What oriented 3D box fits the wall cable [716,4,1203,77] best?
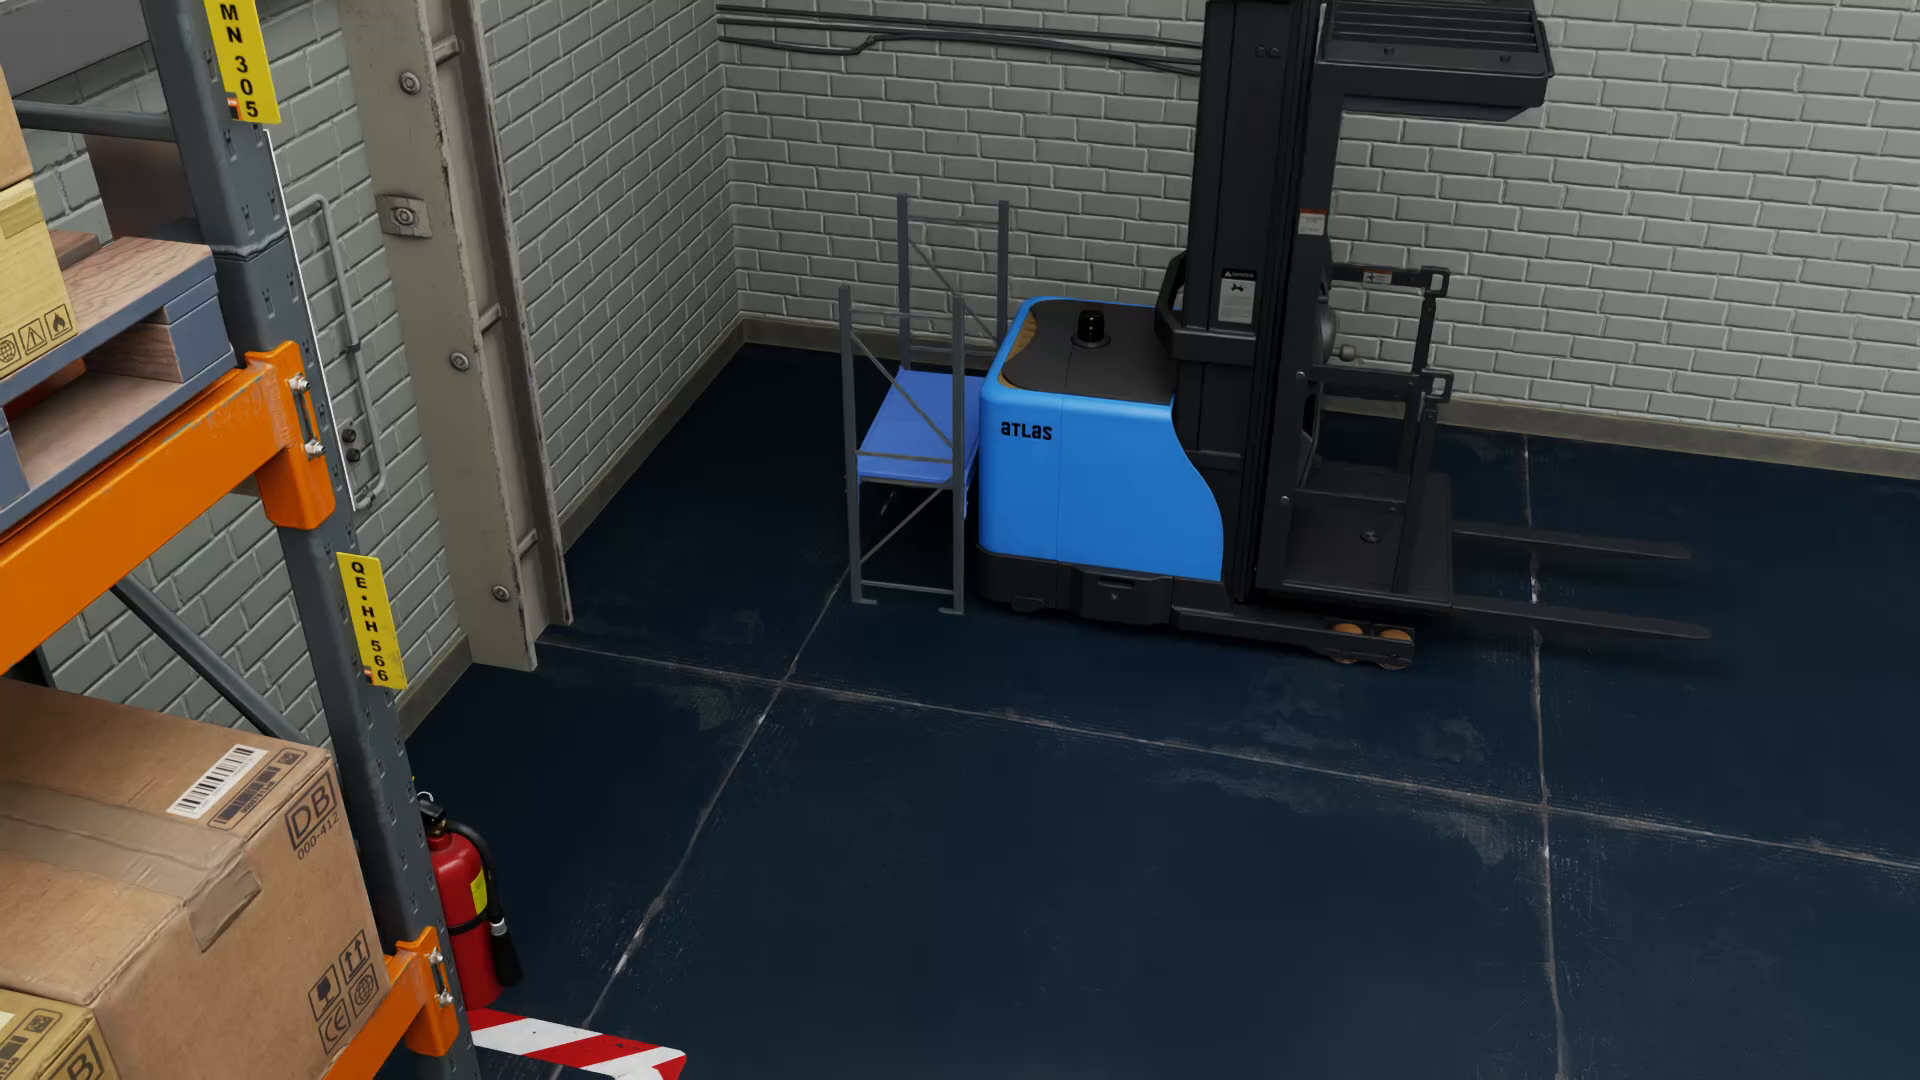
[{"bbox_3d":[0.060,-3.432,7.655,3.097,2.526,0.112,8,33,12],"label":"wall cable"}]

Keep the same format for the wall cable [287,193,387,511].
[{"bbox_3d":[-2.311,-0.546,4.866,0.084,1.984,1.851,8,33,12],"label":"wall cable"}]

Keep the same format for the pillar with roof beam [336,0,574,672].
[{"bbox_3d":[2.292,-2.789,3.749,9.100,9.000,0.400,8,33,12],"label":"pillar with roof beam"}]

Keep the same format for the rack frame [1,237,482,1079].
[{"bbox_3d":[-1.721,0.676,3.891,1.000,3.000,0.127,8,33,12],"label":"rack frame"}]

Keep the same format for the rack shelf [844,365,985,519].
[{"bbox_3d":[-0.131,-0.455,7.403,0.538,0.185,1.000,6,33,9],"label":"rack shelf"}]

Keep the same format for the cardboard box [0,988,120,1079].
[{"bbox_3d":[-2.014,1.194,2.796,0.980,0.700,0.700,8,33,12],"label":"cardboard box"}]

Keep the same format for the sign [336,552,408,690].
[{"bbox_3d":[-1.199,0.168,3.389,0.100,0.325,0.005,8,33,12],"label":"sign"}]

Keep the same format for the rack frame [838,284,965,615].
[{"bbox_3d":[-0.230,-0.339,6.886,0.500,1.500,0.032,6,33,9],"label":"rack frame"}]

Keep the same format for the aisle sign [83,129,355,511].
[{"bbox_3d":[-1.412,-0.418,3.188,0.394,0.787,0.004,8,33,12],"label":"aisle sign"}]

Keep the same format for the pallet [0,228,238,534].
[{"bbox_3d":[-1.899,-0.166,2.502,1.003,0.211,1.213,8,33,12],"label":"pallet"}]

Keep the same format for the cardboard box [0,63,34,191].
[{"bbox_3d":[-1.643,-0.646,2.130,0.500,0.500,0.500,8,33,12],"label":"cardboard box"}]

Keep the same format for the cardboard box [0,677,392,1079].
[{"bbox_3d":[-1.841,0.815,3.392,0.980,0.700,0.700,10,34,15],"label":"cardboard box"}]

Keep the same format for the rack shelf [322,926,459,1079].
[{"bbox_3d":[-2.228,2.017,2.451,1.077,0.370,4.000,8,33,12],"label":"rack shelf"}]

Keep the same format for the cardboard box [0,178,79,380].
[{"bbox_3d":[-1.650,-0.330,2.332,0.500,0.250,0.500,9,34,14],"label":"cardboard box"}]

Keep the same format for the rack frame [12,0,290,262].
[{"bbox_3d":[-1.721,-1.856,2.281,1.000,3.000,0.127,8,33,12],"label":"rack frame"}]

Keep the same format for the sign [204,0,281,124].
[{"bbox_3d":[-1.199,-0.849,2.742,0.100,0.325,0.005,8,33,12],"label":"sign"}]

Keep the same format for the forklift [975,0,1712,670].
[{"bbox_3d":[1.637,-1.013,6.611,3.031,2.935,1.130,7,33,11],"label":"forklift"}]

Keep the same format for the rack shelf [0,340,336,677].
[{"bbox_3d":[-2.228,0.752,1.647,1.077,0.370,4.000,8,33,12],"label":"rack shelf"}]

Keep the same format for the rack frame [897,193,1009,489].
[{"bbox_3d":[-0.032,-0.874,7.727,0.500,1.500,0.032,6,33,9],"label":"rack frame"}]

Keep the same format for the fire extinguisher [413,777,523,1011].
[{"bbox_3d":[-1.236,0.850,4.036,0.296,0.674,0.183,8,33,12],"label":"fire extinguisher"}]

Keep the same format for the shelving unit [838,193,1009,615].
[{"bbox_3d":[-0.131,-0.607,7.307,0.538,1.500,1.048,6,33,9],"label":"shelving unit"}]
